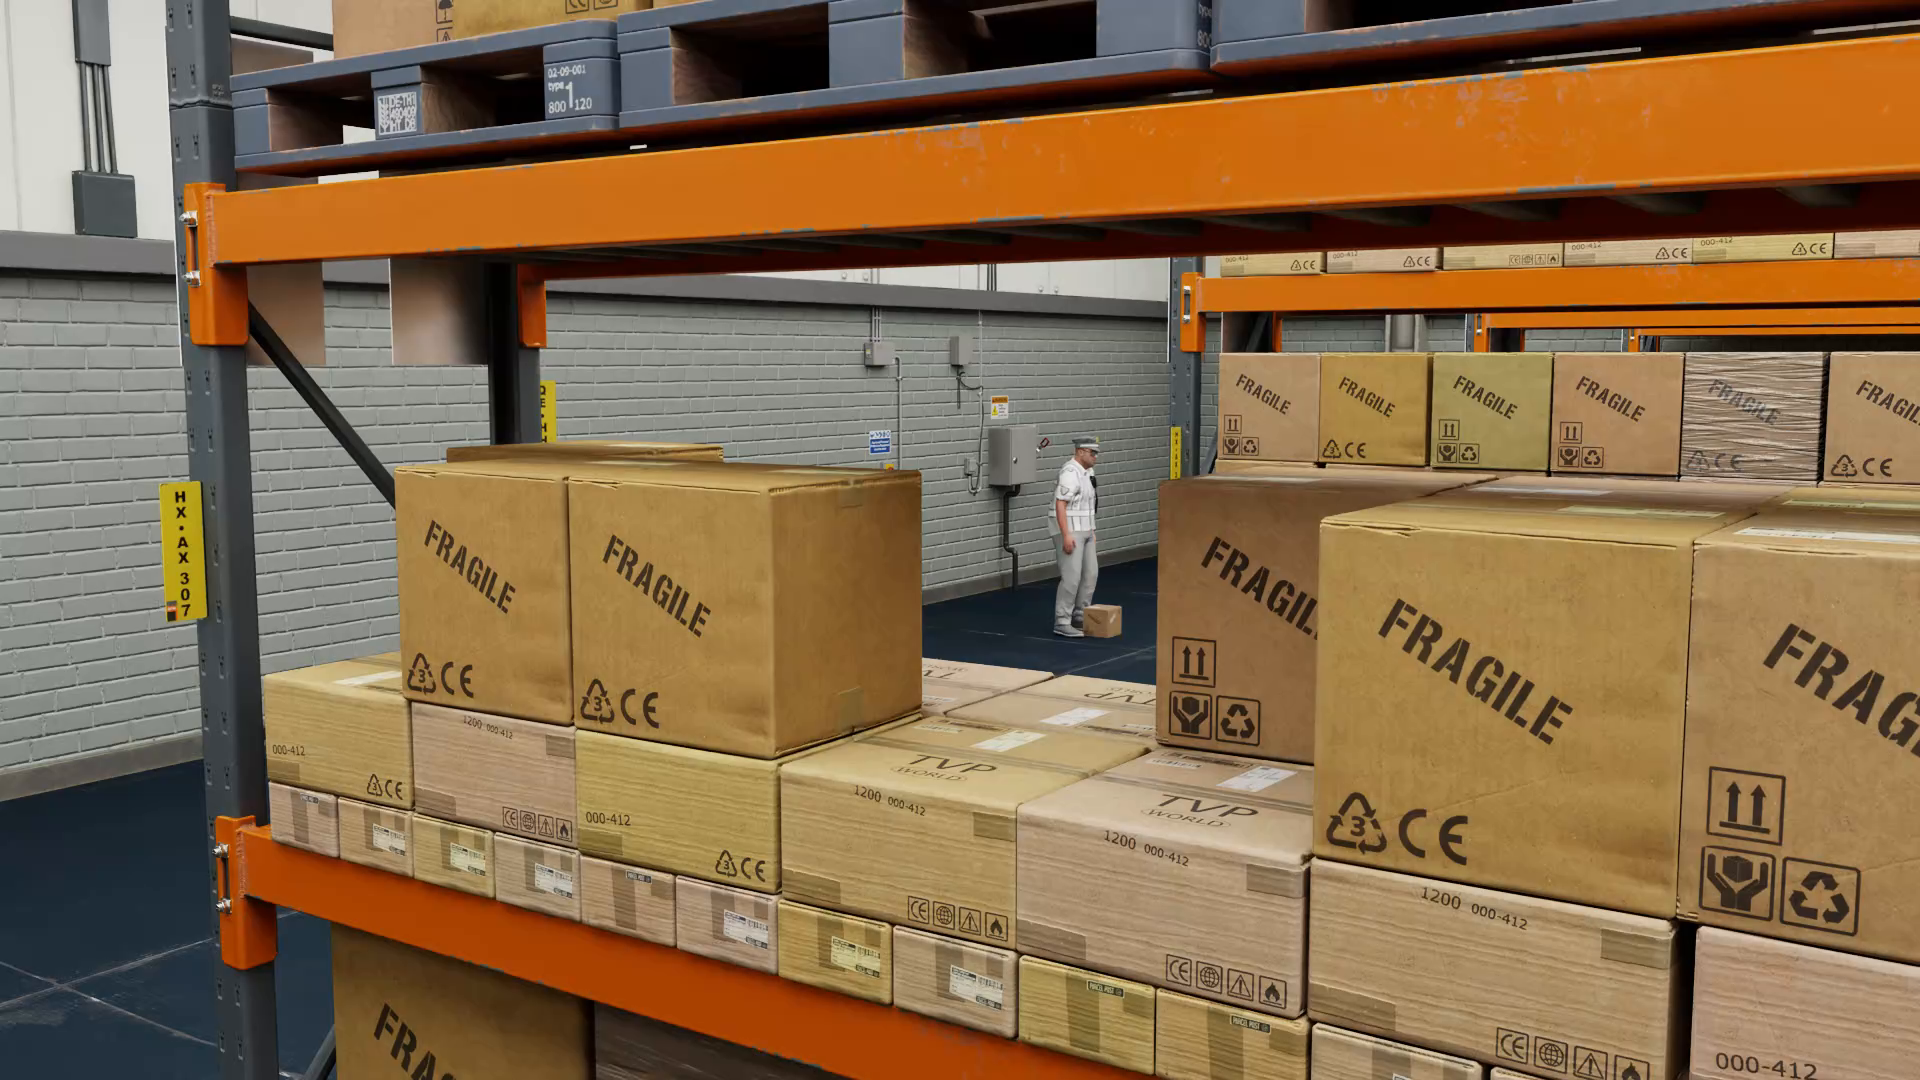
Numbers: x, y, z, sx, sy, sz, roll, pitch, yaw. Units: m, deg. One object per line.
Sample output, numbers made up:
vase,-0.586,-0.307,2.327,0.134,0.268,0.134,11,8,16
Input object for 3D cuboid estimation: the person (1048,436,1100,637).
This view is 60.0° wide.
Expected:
person,1.036,-0.048,14.679,0.480,1.747,0.601,4,7,30
